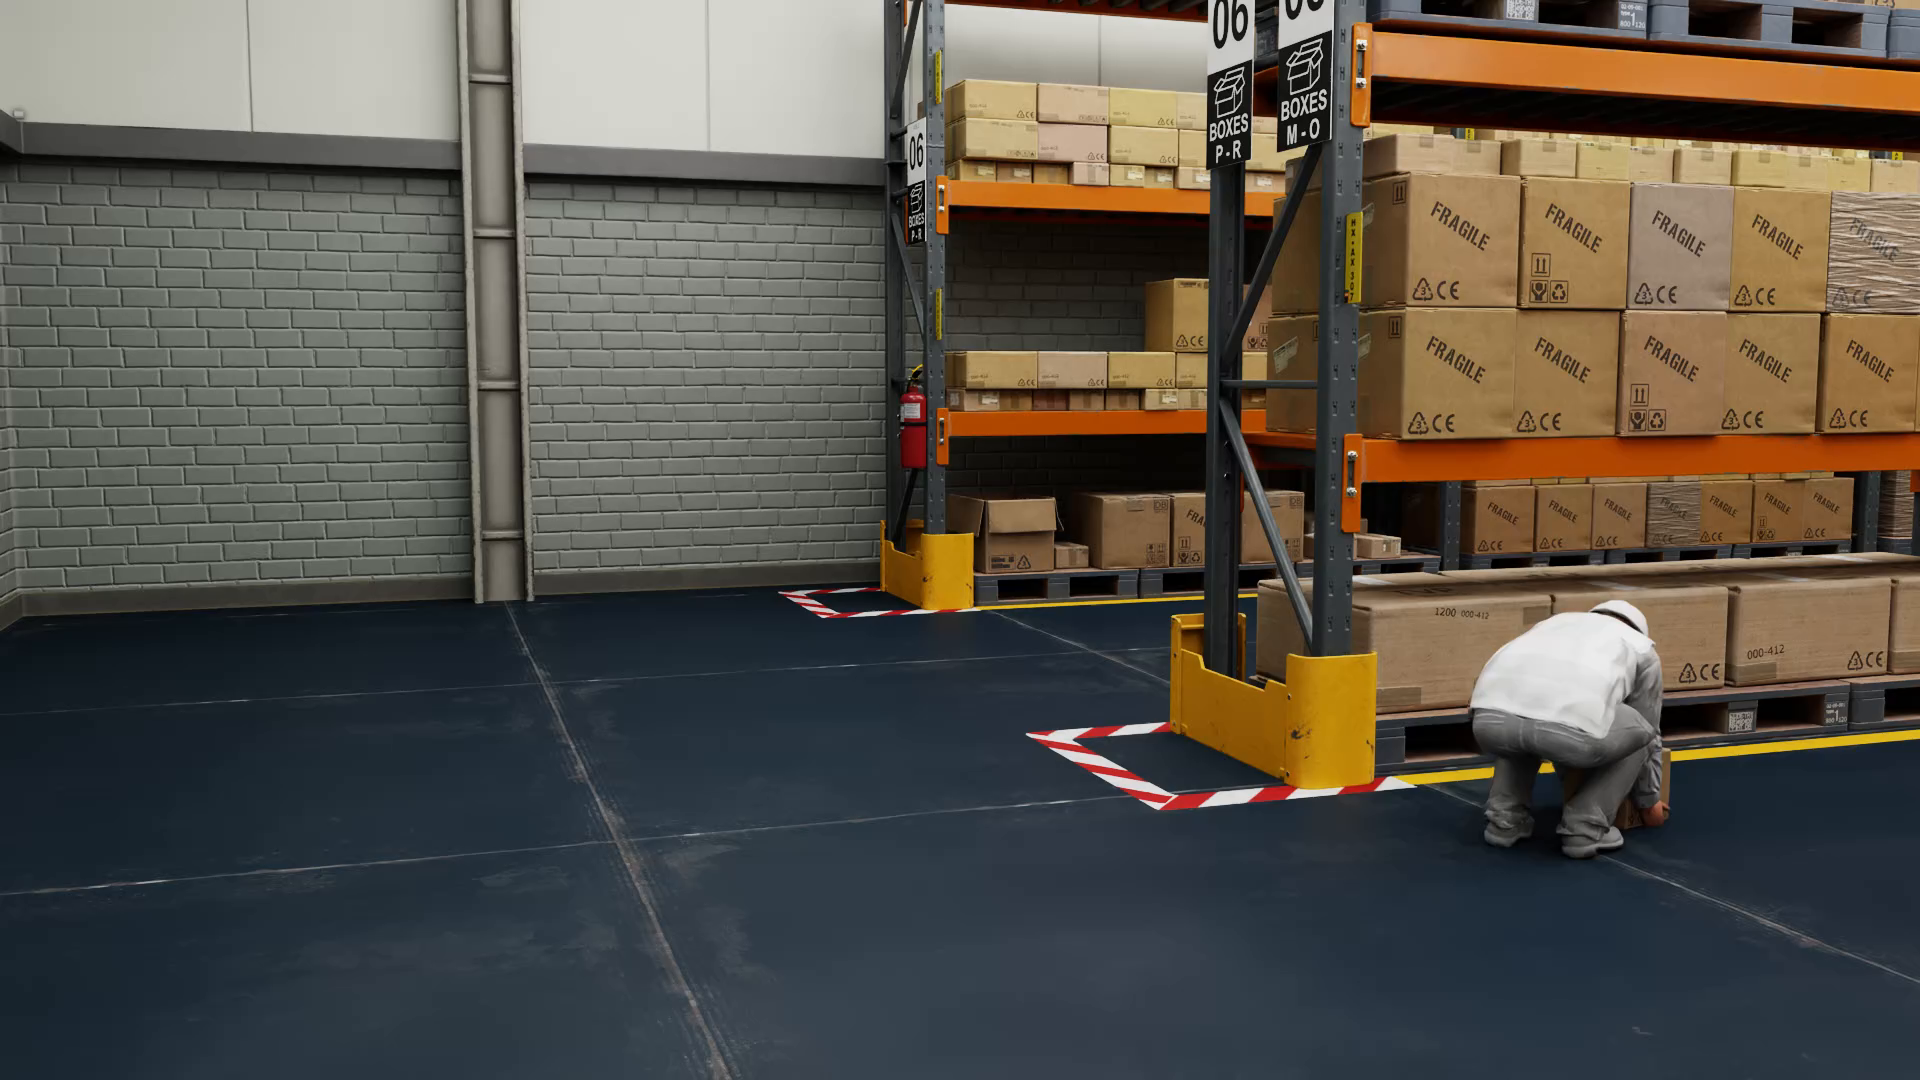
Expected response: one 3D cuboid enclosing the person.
[{"bbox_3d":[2.067,0.644,5.598,0.504,0.802,0.982,5,8,43],"label":"person"}]
